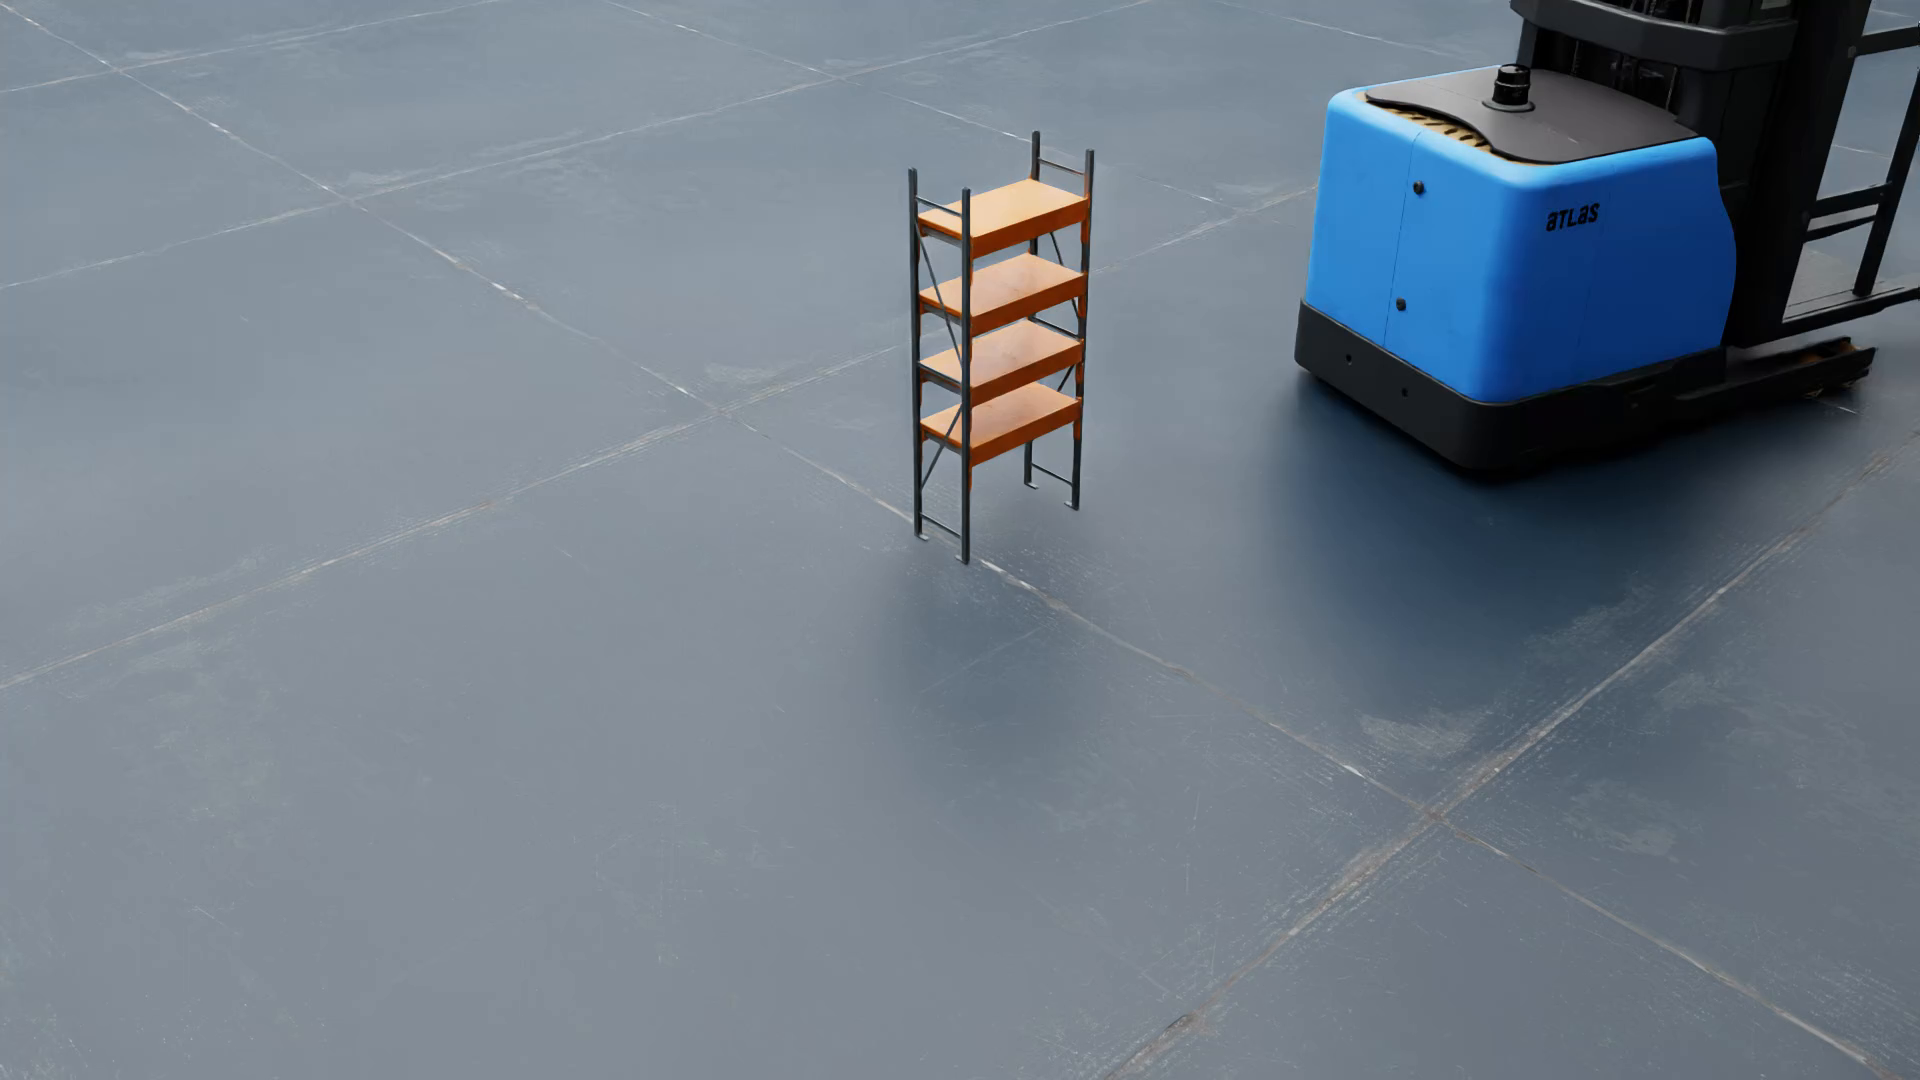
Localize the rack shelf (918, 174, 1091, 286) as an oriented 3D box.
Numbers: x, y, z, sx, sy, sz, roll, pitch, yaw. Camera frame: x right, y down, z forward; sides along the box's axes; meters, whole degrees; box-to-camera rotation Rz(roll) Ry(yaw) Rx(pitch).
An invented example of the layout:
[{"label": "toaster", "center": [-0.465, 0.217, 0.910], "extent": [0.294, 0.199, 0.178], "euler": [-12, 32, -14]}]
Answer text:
[{"label": "rack shelf", "center": [0.121, -0.906, 4.828], "extent": [0.480, 0.148, 0.258], "euler": [-26, 40, -35]}]

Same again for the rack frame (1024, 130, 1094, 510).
[{"label": "rack frame", "center": [0.300, -0.657, 5.175], "extent": [0.015, 1.200, 0.240], "euler": [-26, 40, -35]}]

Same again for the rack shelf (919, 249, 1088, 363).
[{"label": "rack shelf", "center": [0.121, -0.704, 4.951], "extent": [0.480, 0.148, 0.258], "euler": [-26, 40, -35]}]

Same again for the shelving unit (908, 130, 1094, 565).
[{"label": "shelving unit", "center": [0.121, -0.571, 5.033], "extent": [0.503, 1.200, 0.258], "euler": [-26, 40, -35]}]

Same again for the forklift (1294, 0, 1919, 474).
[{"label": "forklift", "center": [2.801, -1.999, 5.710], "extent": [3.031, 2.935, 1.130], "euler": [-15, 34, -23]}]

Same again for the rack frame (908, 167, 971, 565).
[{"label": "rack frame", "center": [-0.058, -0.484, 4.891], "extent": [0.015, 1.200, 0.240], "euler": [-26, 40, -35]}]

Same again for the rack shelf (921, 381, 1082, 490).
[{"label": "rack shelf", "center": [0.121, -0.344, 5.172], "extent": [0.480, 0.148, 0.258], "euler": [-26, 40, -35]}]

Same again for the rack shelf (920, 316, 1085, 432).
[{"label": "rack shelf", "center": [0.121, -0.513, 5.068], "extent": [0.480, 0.148, 0.258], "euler": [-26, 40, -35]}]
